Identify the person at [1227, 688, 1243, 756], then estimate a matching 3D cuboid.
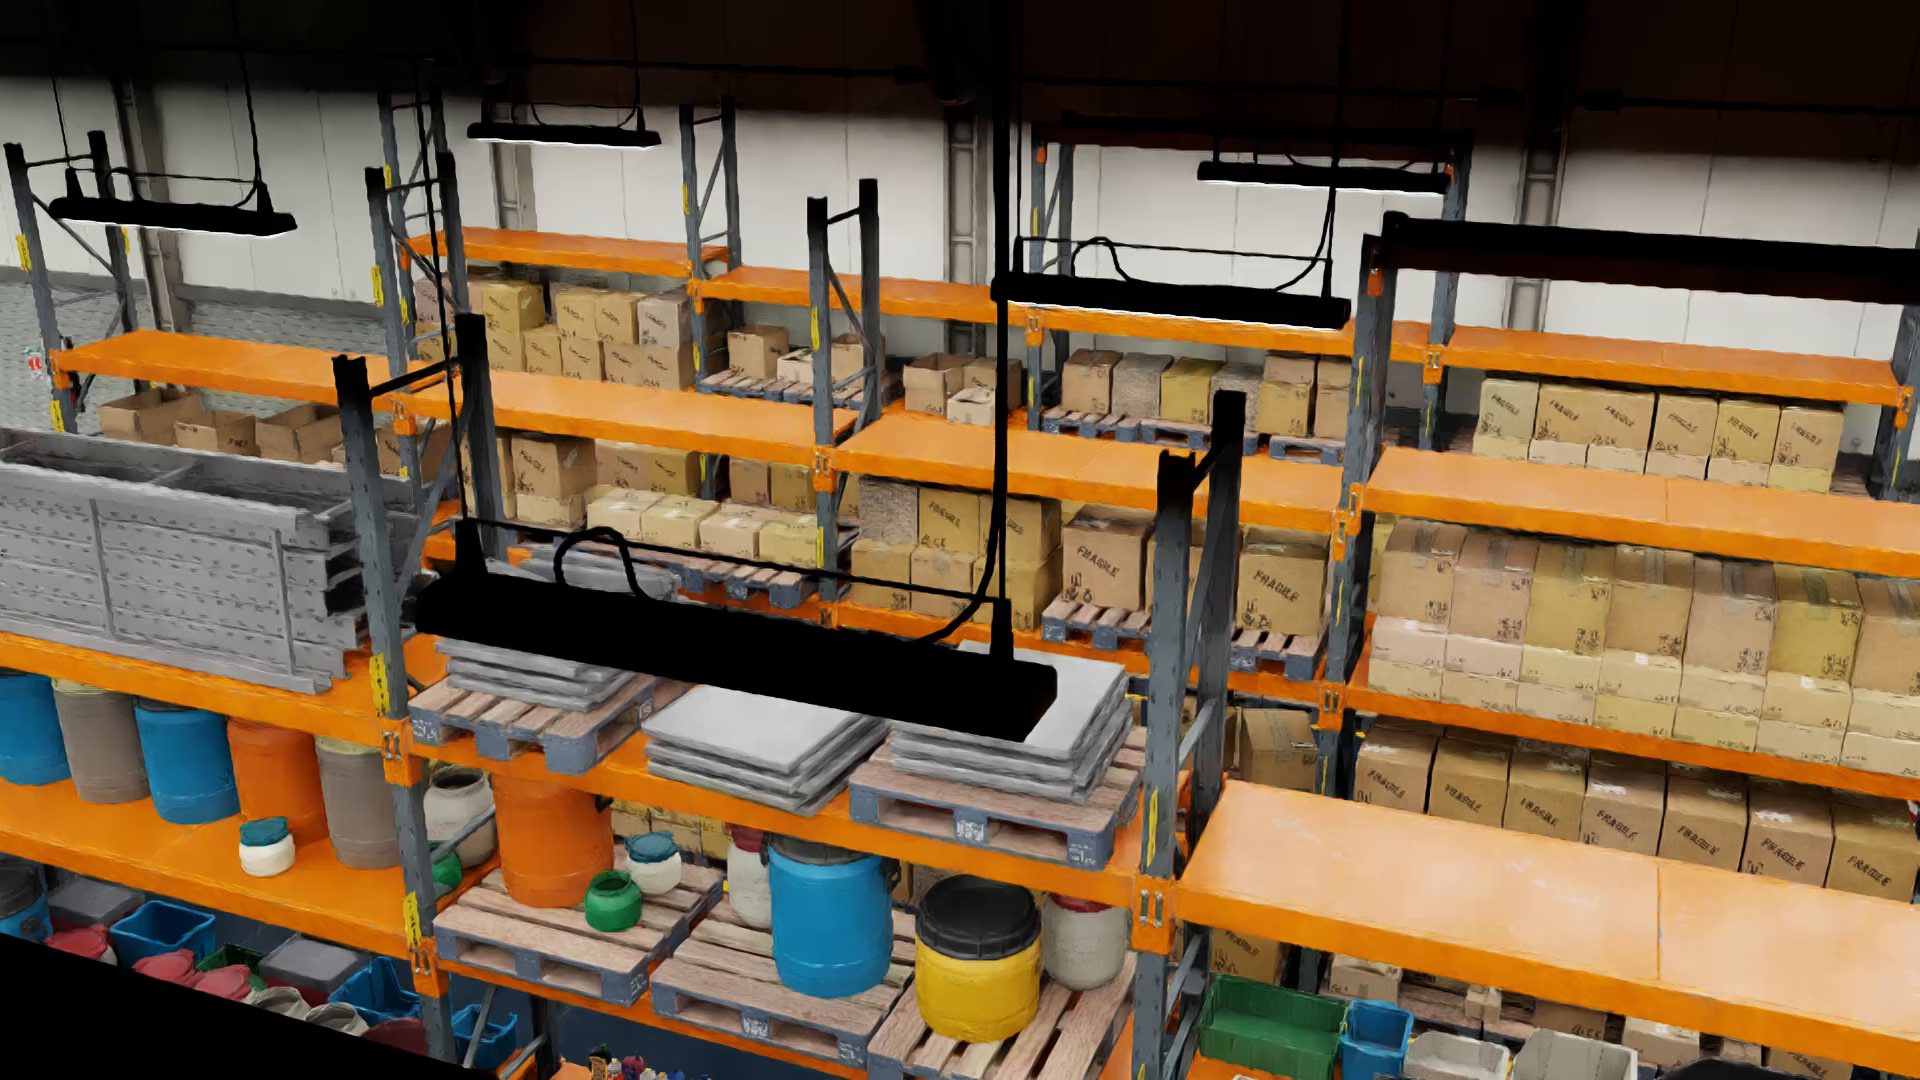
[{"bbox_3d":[2.430,2.008,14.867,0.503,1.617,0.598,7,22,19],"label":"person"}]
